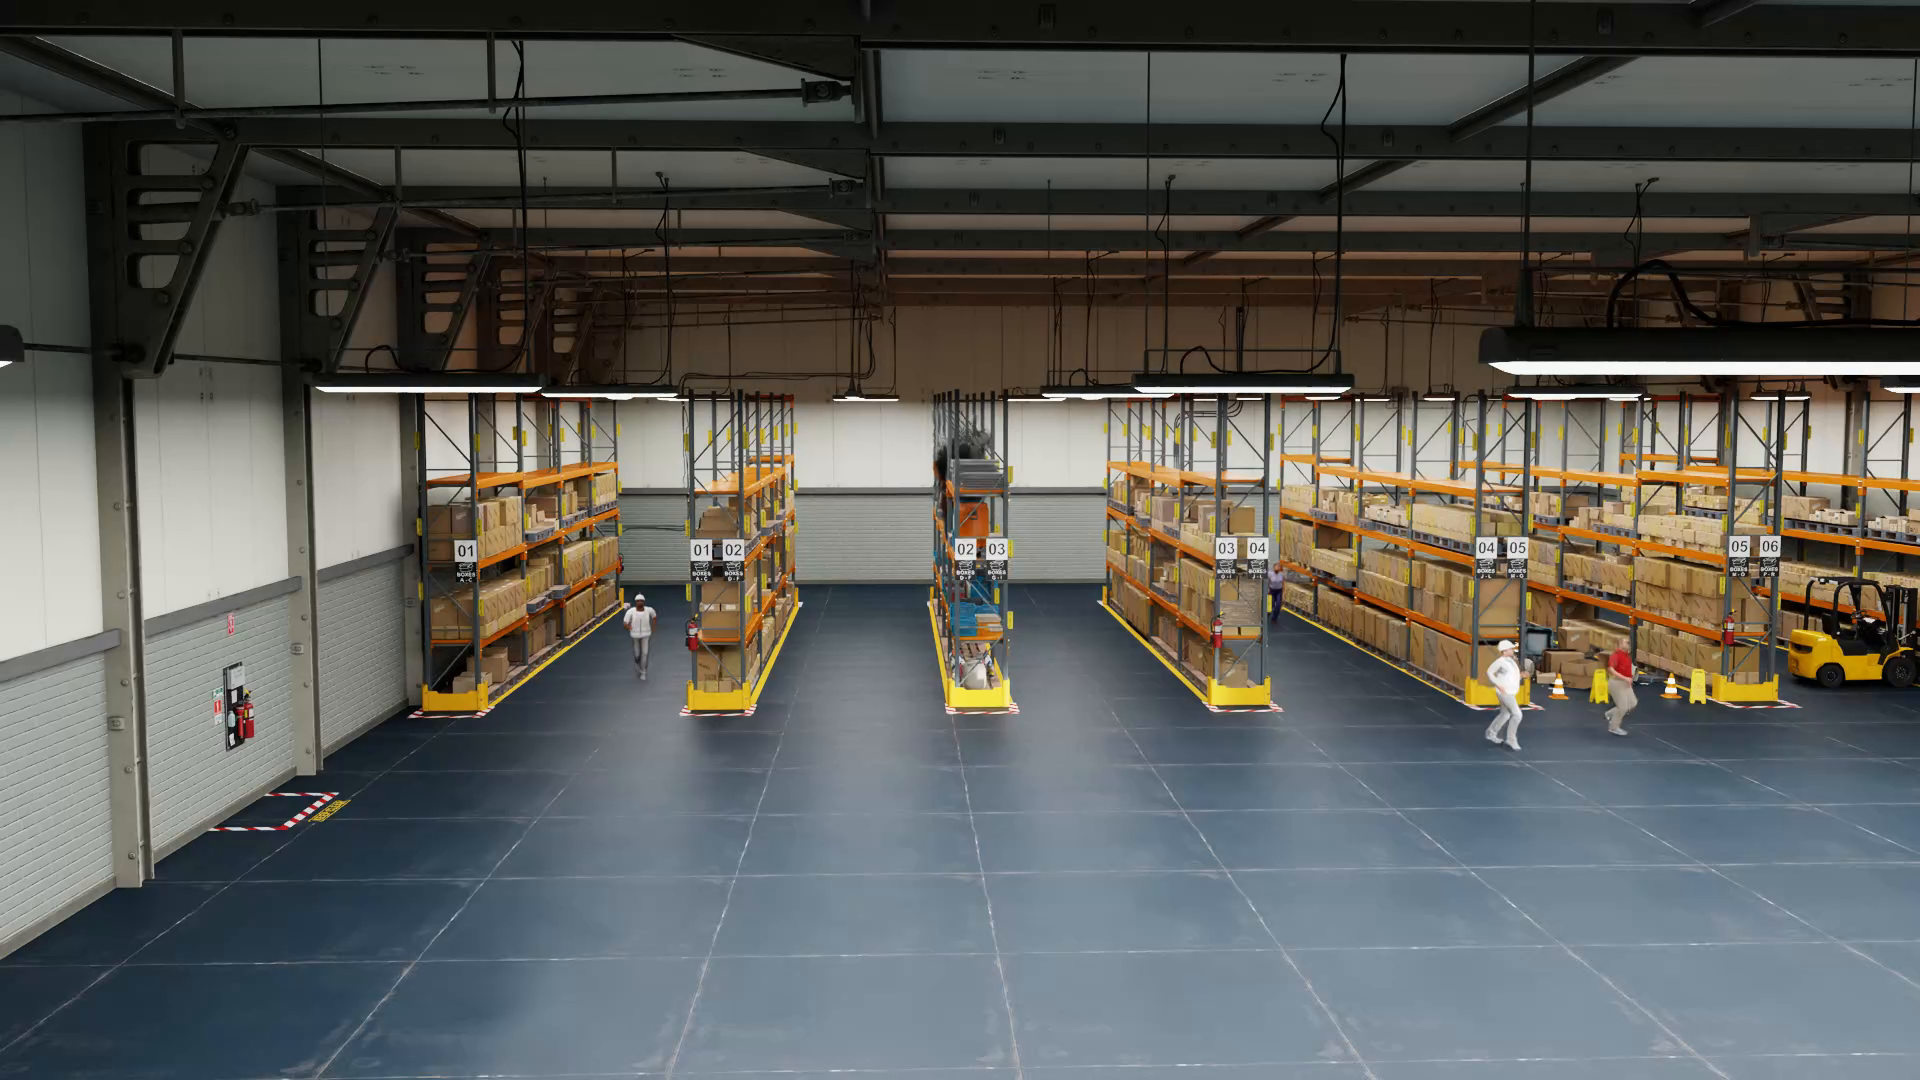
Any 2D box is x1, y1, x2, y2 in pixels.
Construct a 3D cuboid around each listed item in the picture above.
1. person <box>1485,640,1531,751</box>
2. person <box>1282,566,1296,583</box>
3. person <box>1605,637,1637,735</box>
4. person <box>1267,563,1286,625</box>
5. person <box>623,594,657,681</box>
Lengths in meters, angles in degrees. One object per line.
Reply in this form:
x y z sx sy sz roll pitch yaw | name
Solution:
9.115 2.584 27.712 0.724 1.831 0.639 3 6 33 | person
9.776 0.988 49.012 0.577 1.525 0.554 0 5 4 | person
11.489 2.549 28.910 0.571 1.658 0.675 4 6 43 | person
8.221 1.393 43.453 0.625 1.615 0.592 -1 5 -10 | person
-6.659 2.008 34.663 0.700 1.762 0.956 -1 5 -12 | person
